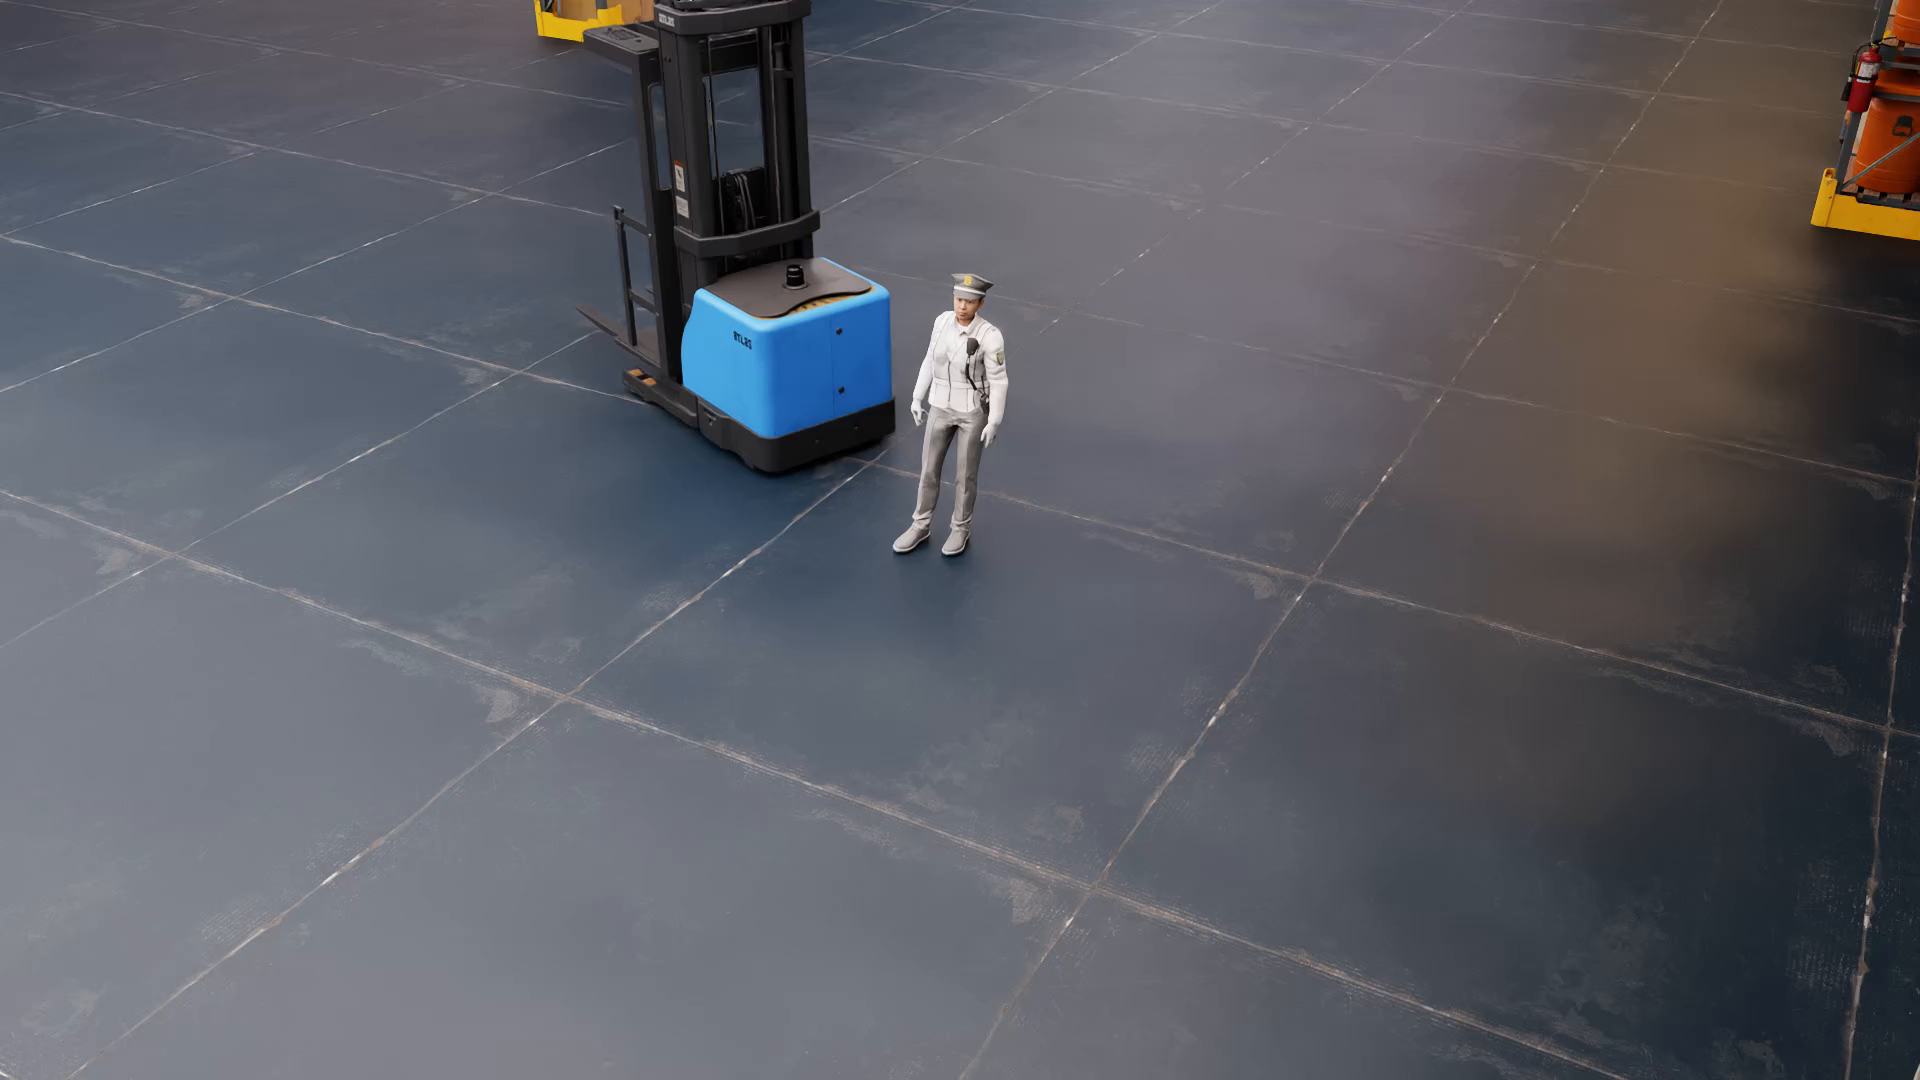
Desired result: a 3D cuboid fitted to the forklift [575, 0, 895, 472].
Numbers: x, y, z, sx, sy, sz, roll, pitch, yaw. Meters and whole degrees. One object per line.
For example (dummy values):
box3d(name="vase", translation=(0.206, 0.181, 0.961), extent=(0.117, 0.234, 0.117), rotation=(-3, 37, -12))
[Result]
box3d(name="forklift", translation=(-1.738, -2.374, 11.185), extent=(1.130, 2.935, 3.031), rotation=(-21, 36, -32))

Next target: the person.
box3d(name="person", translation=(-0.038, -0.713, 9.528), extent=(0.588, 1.696, 0.533), rotation=(15, 33, 25))
